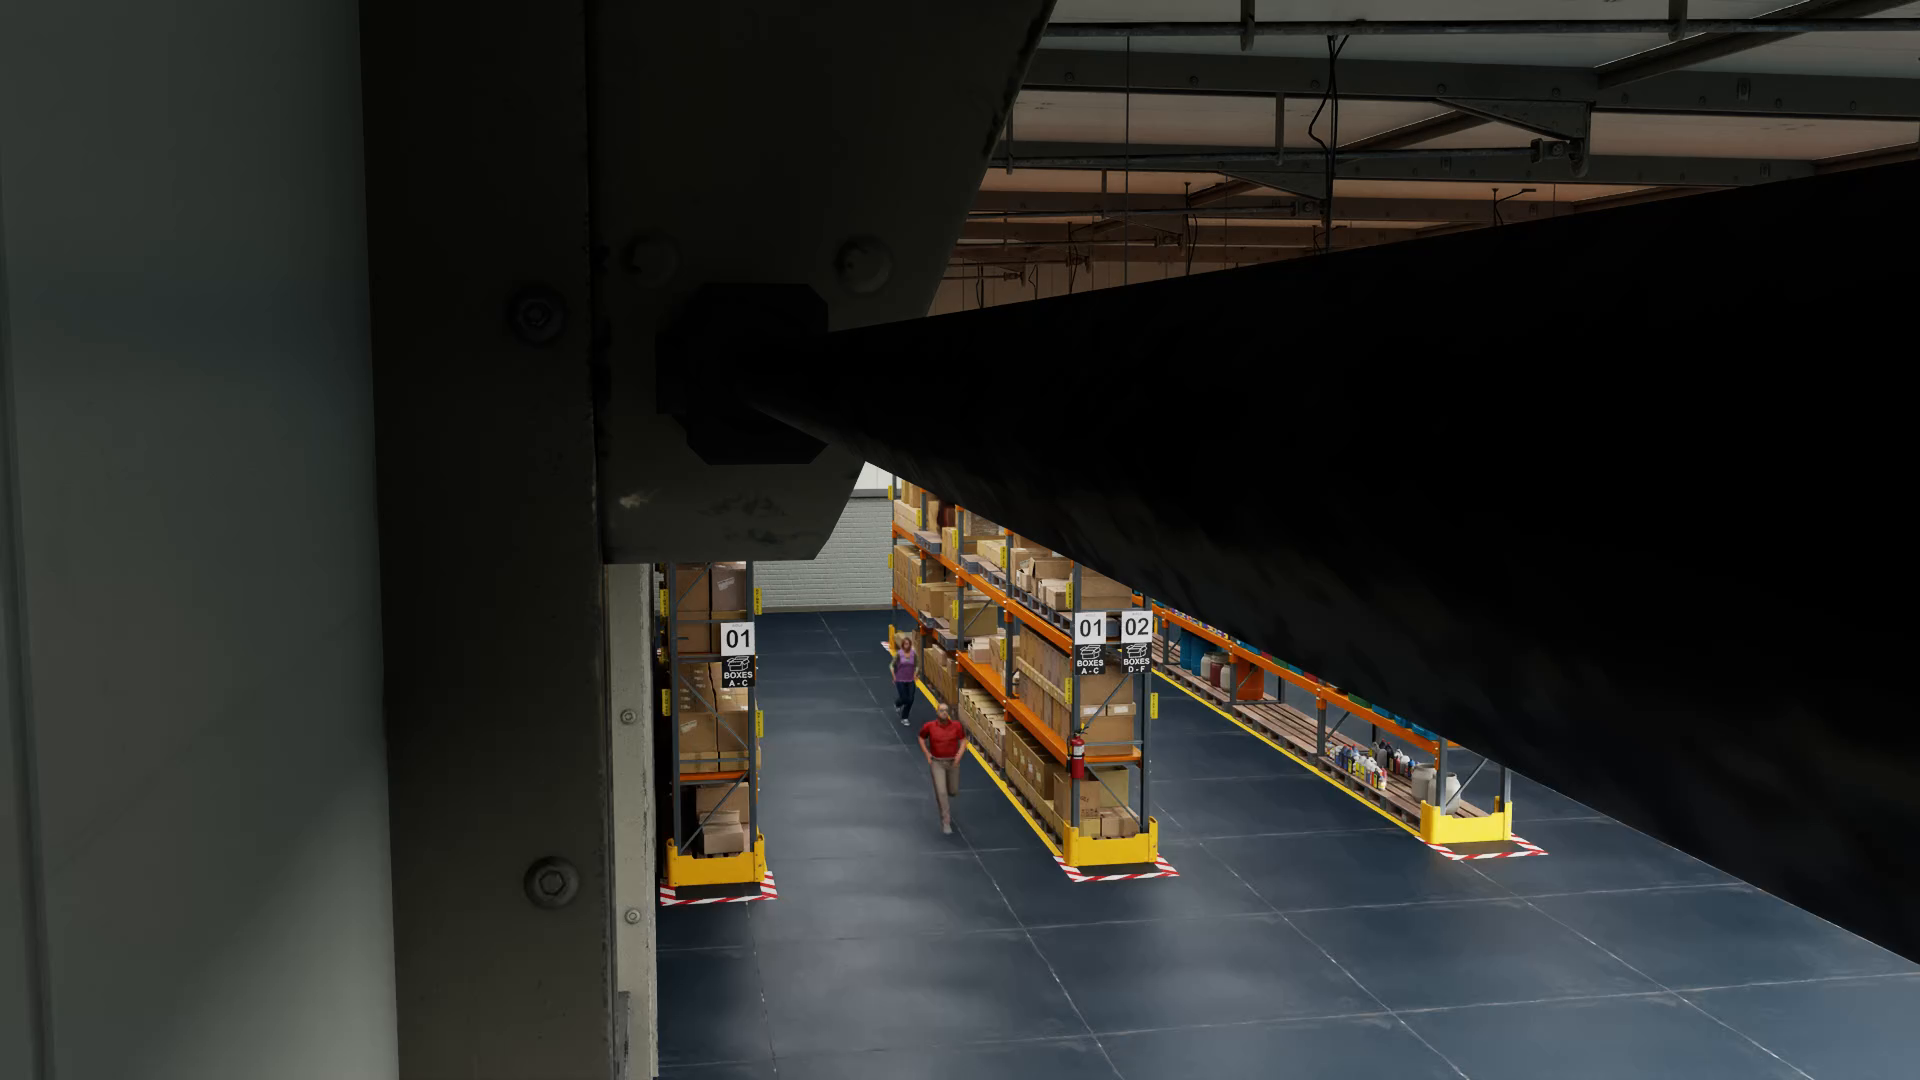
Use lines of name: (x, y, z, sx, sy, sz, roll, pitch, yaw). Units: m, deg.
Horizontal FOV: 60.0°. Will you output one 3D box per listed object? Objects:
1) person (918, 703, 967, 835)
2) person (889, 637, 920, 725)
person: (-0.220, 3.067, 22.673, 0.643, 1.719, 1.014, -2, 6, -15)
person: (-0.948, 2.451, 28.888, 0.522, 1.553, 0.577, -2, 6, -17)
